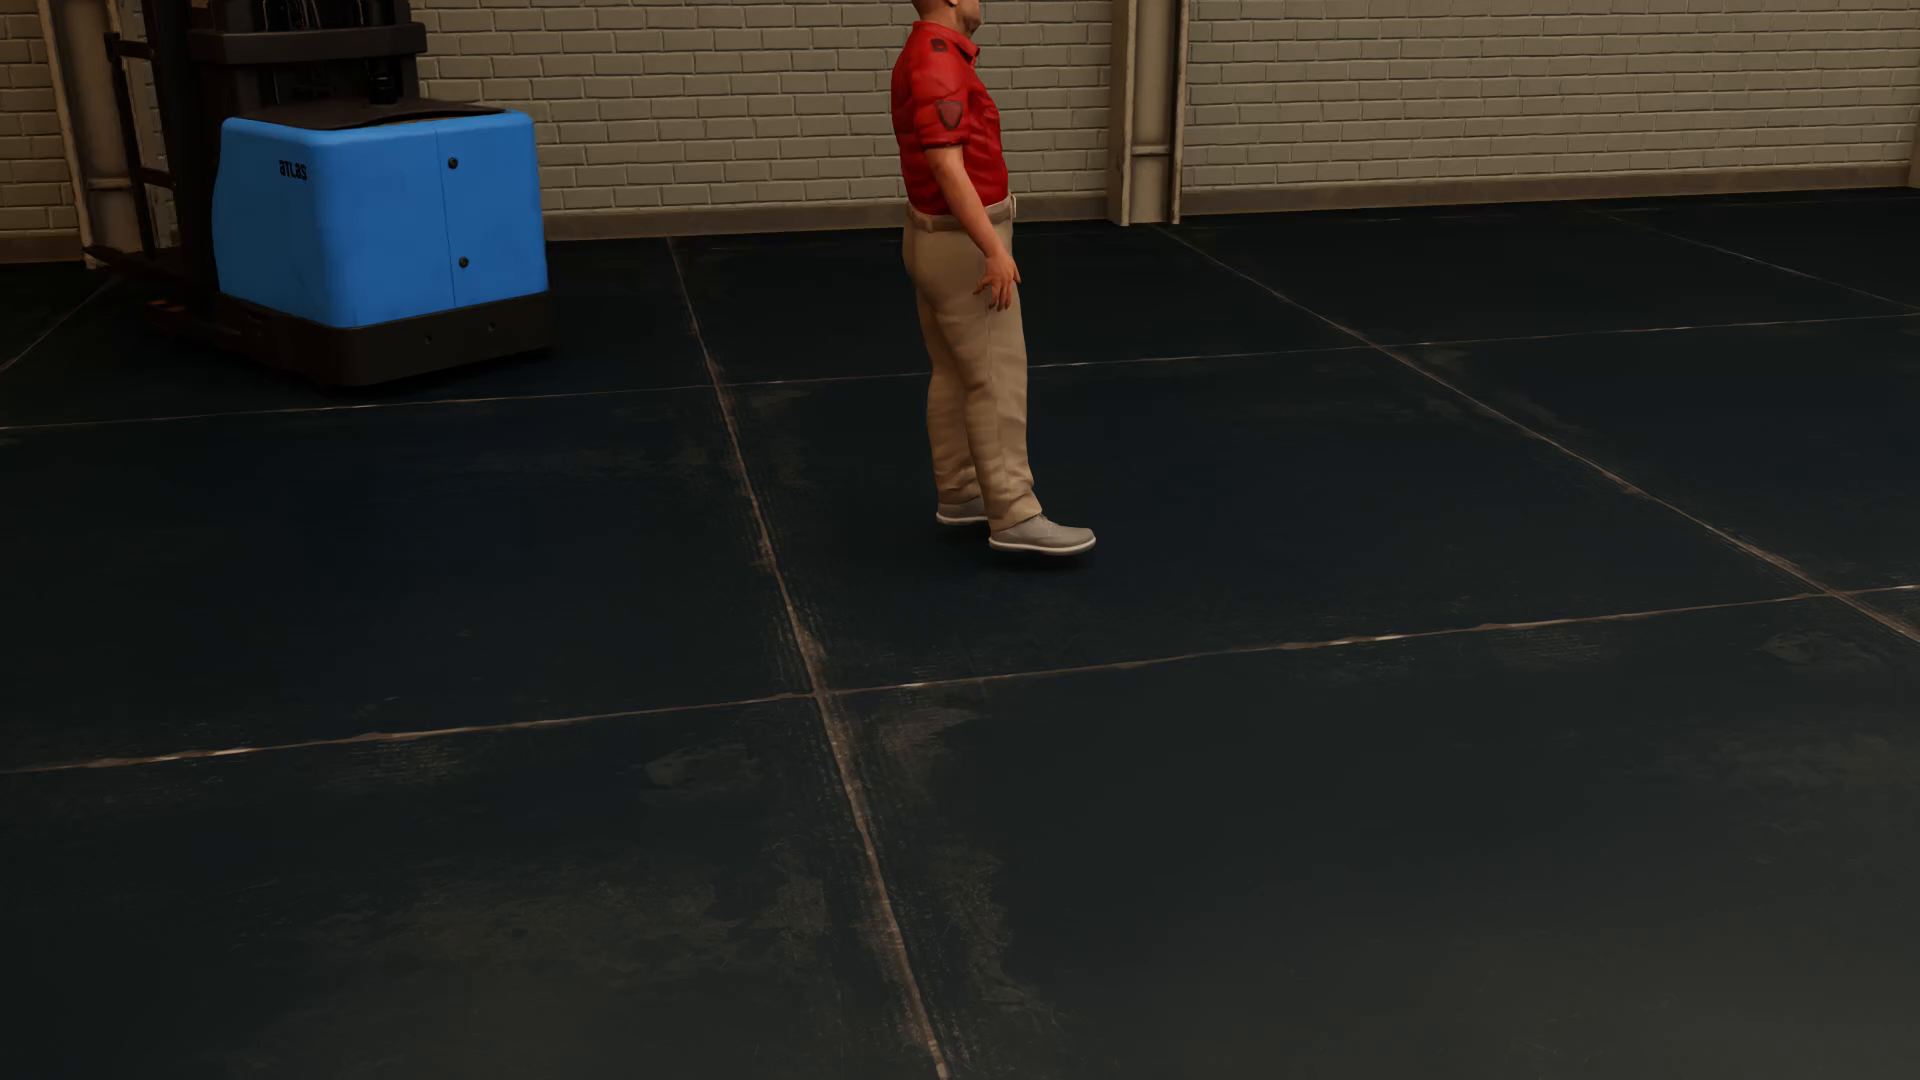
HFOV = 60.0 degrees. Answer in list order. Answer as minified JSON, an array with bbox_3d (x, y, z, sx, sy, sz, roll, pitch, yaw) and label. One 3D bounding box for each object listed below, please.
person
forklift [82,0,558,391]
[{"bbox_3d":[0.090,-0.854,4.980,0.551,1.728,0.640,-5,21,-12],"label":"person"},{"bbox_3d":[-3.219,-2.405,7.484,3.031,2.935,1.130,18,27,39],"label":"forklift"}]
